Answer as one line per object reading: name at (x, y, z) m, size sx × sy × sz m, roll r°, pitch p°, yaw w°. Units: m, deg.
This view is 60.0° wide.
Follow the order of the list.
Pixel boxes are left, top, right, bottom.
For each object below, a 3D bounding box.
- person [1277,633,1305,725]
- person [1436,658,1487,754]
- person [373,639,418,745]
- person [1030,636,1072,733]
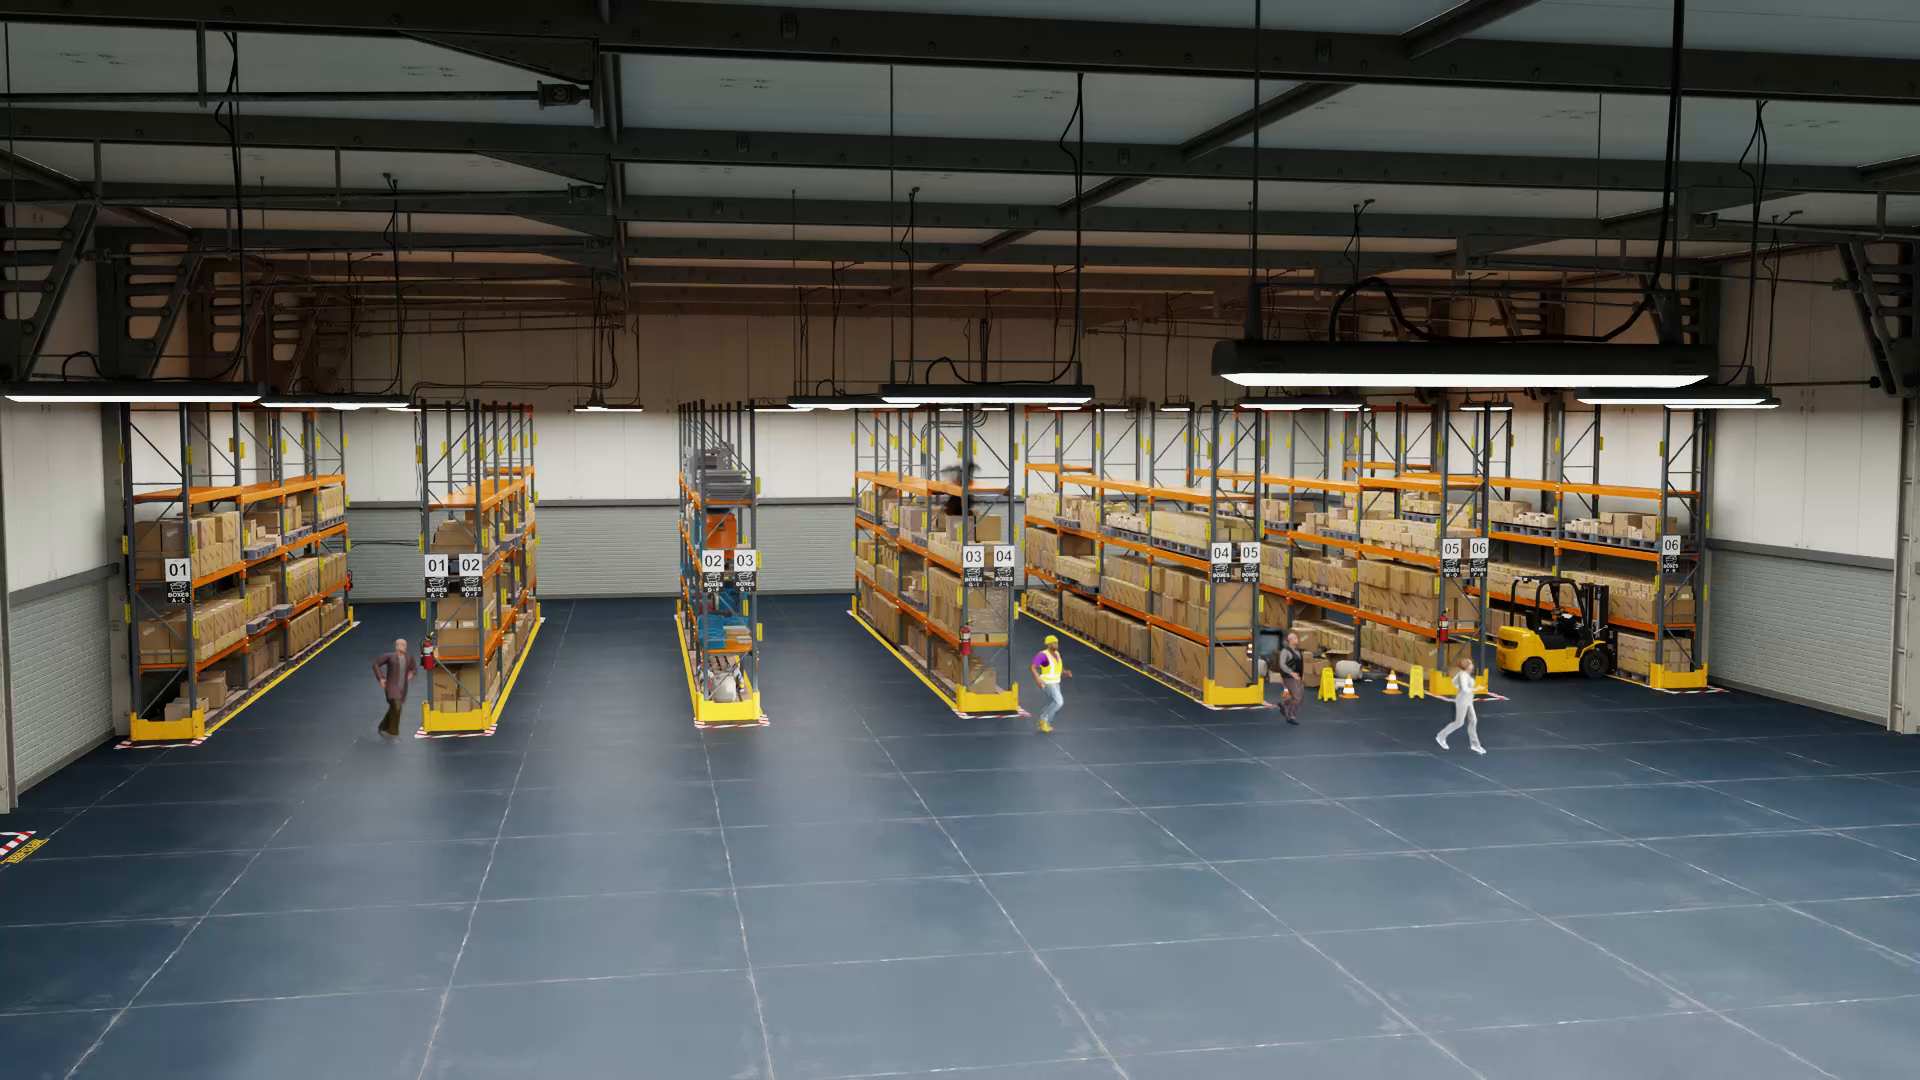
person at (6.120, 2.561, 30.836) m, size 0.604 × 1.678 × 0.691 m, roll 4°, pitch 6°, yaw 40°
person at (8.478, 2.783, 28.080) m, size 0.837 × 1.610 × 0.558 m, roll 2°, pitch 5°, yaw 24°
person at (-9.901, 2.648, 29.273) m, size 0.787 × 1.822 × 0.672 m, roll 3°, pitch 5°, yaw 35°
person at (1.676, 2.588, 29.976) m, size 0.640 × 1.742 × 0.699 m, roll 2°, pitch 5°, yaw 29°
